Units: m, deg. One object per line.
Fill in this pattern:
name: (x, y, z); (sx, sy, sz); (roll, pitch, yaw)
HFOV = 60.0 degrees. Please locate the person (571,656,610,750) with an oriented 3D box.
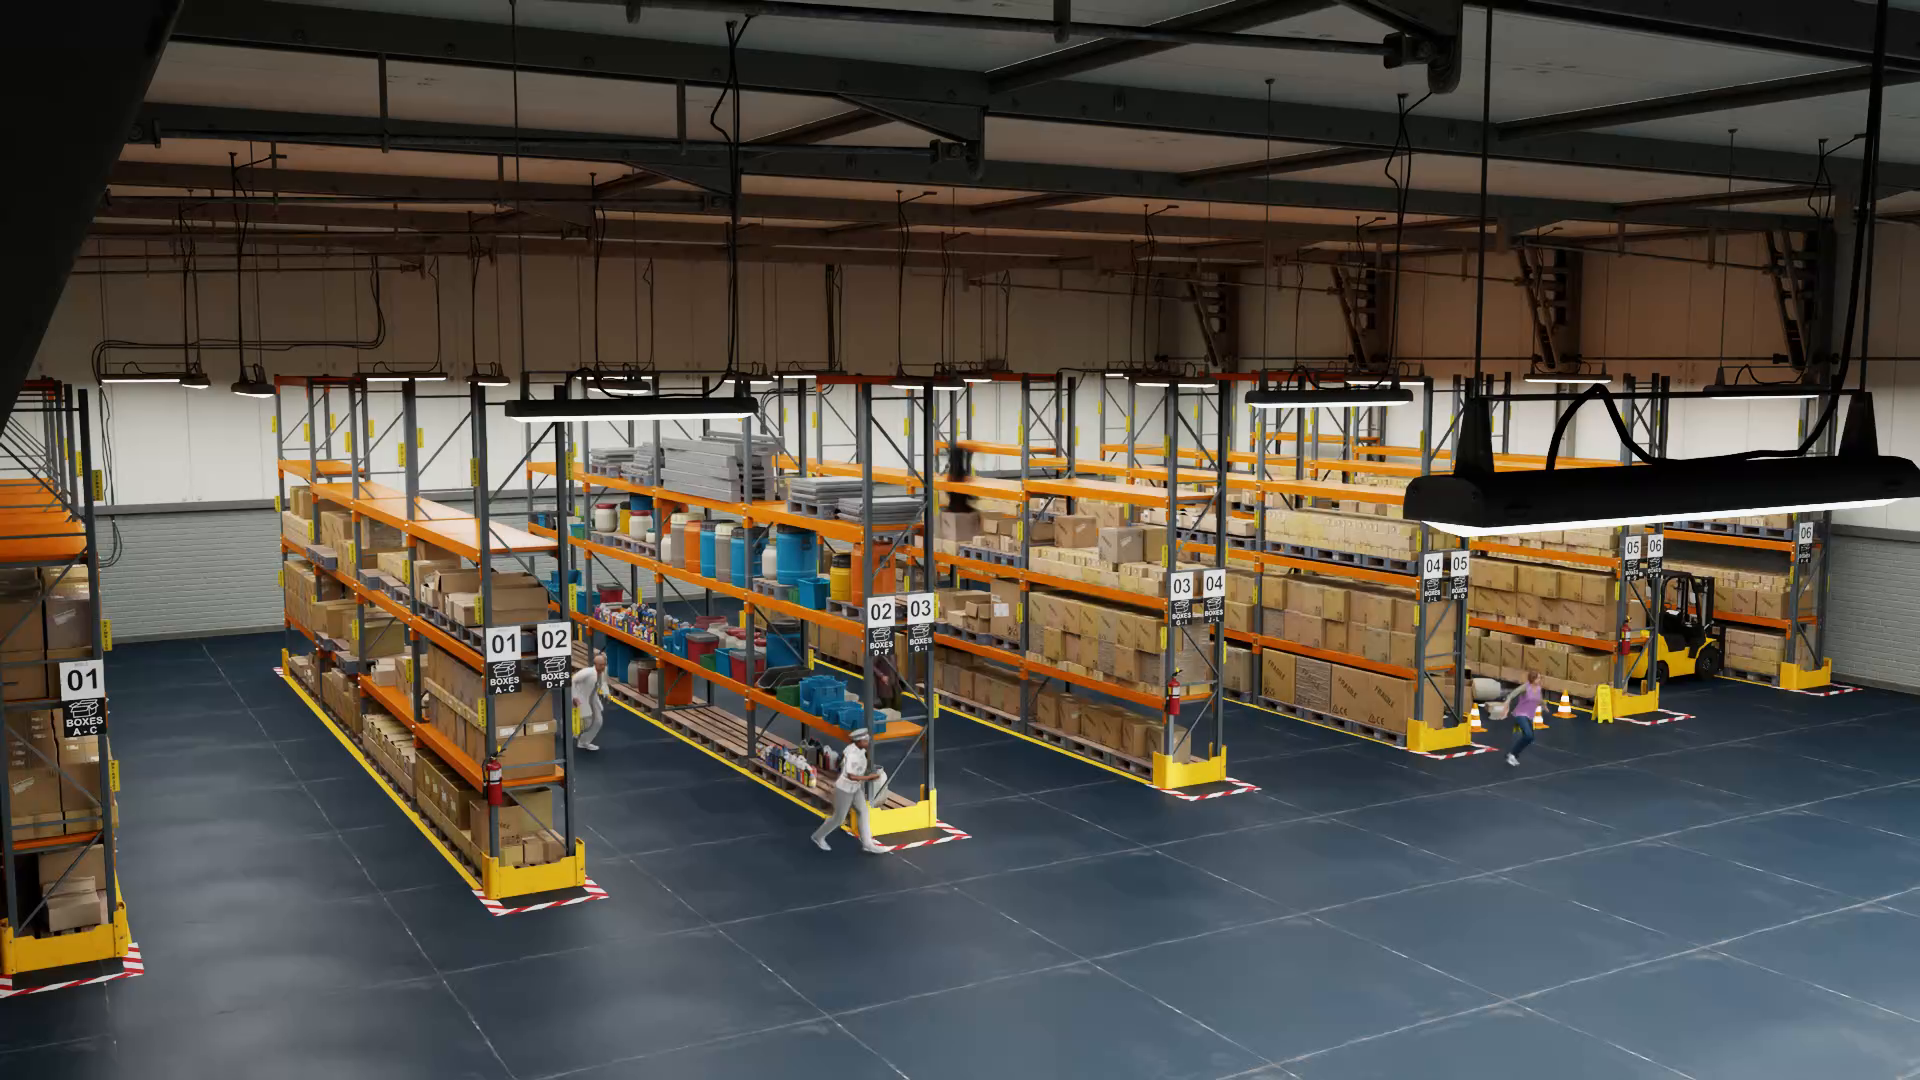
person: (-6.062, 2.617, 26.871); (0.939, 1.587, 0.732); (5, 8, 39)

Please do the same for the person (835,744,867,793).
person: (-1.380, 2.889, 21.130); (0.410, 0.612, 0.535); (2, 6, 15)

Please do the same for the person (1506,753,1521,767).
person: (8.586, 3.395, 25.899); (0.282, 0.283, 0.278); (-5, 8, -37)
